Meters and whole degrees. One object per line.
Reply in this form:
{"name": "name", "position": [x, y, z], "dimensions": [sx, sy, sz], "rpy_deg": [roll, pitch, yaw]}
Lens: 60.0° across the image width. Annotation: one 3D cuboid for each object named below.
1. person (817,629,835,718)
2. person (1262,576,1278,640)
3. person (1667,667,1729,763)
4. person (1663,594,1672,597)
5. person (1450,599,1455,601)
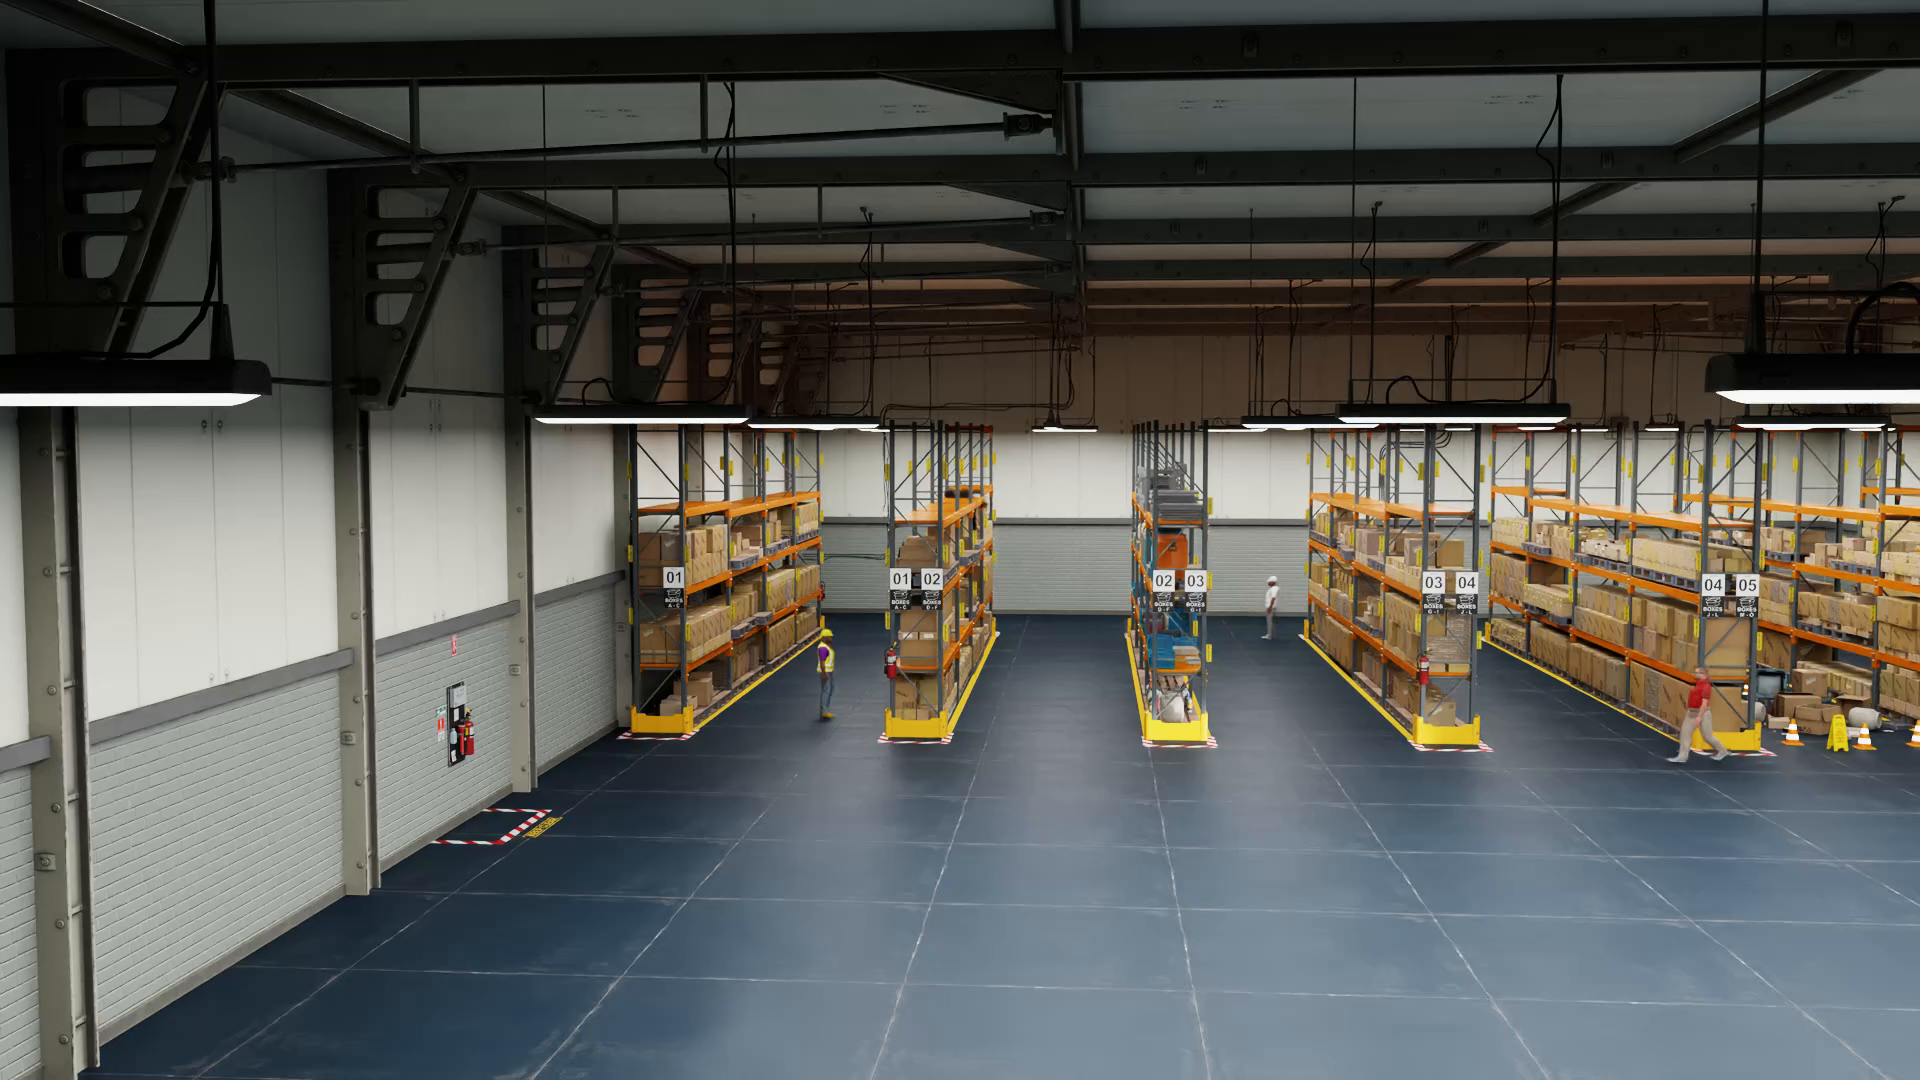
{"name": "person", "position": [-2.707, 2.741, 33.817], "dimensions": [0.390, 1.851, 0.650], "rpy_deg": [0, 4, 5]}
{"name": "person", "position": [8.691, 1.895, 46.640], "dimensions": [0.462, 1.773, 0.589], "rpy_deg": [1, 4, 12]}
{"name": "person", "position": [12.873, 3.045, 28.900], "dimensions": [0.999, 1.692, 0.510], "rpy_deg": [-1, 4, -19]}
{"name": "person", "position": [17.914, 2.155, 42.148], "dimensions": [0.609, 1.820, 0.511], "rpy_deg": [-1, 4, -18]}
{"name": "person", "position": [14.230, 1.761, 48.454], "dimensions": [0.490, 1.743, 0.994], "rpy_deg": [1, 4, 14]}
